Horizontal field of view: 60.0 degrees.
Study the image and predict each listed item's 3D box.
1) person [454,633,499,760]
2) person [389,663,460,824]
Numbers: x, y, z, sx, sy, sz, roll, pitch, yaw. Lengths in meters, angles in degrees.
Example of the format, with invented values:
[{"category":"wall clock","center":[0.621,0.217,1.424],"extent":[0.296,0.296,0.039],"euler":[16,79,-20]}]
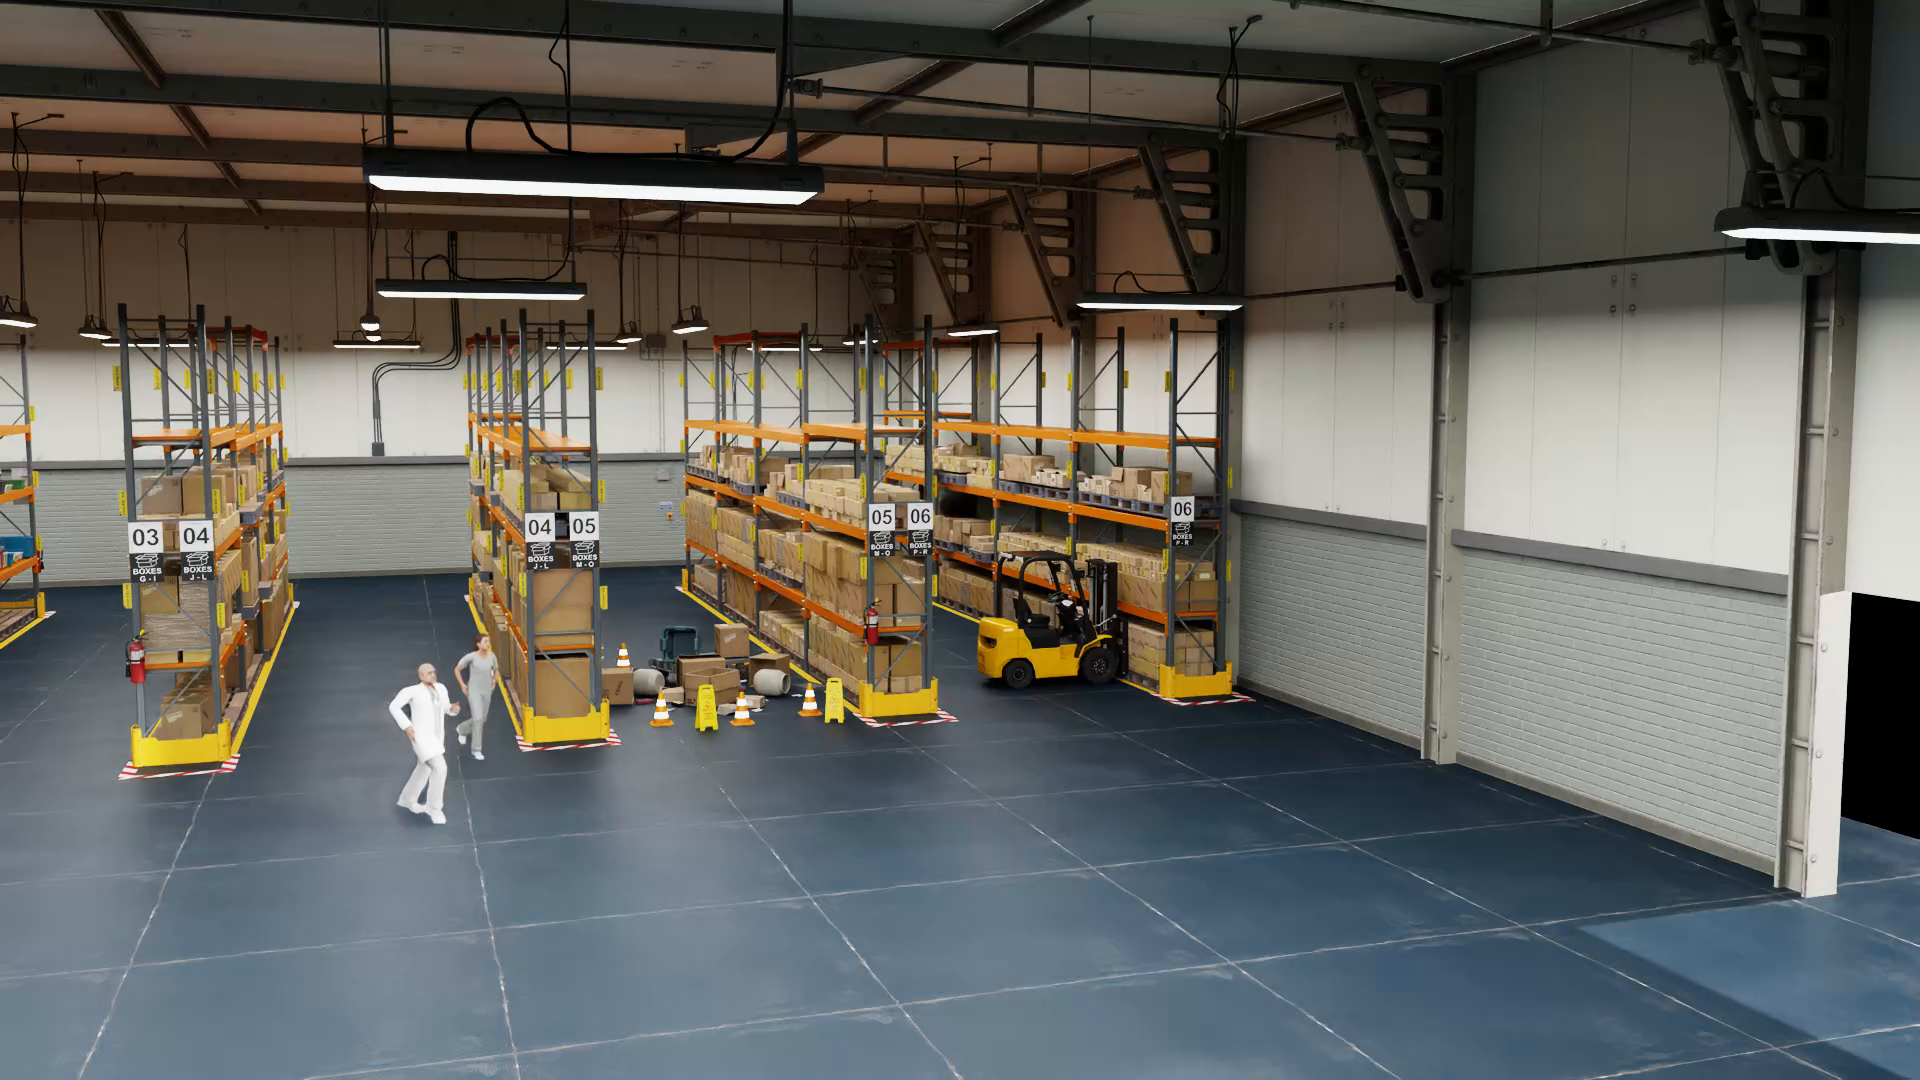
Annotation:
[{"category":"person","center":[-6.501,2.083,22.449],"extent":[0.611,1.667,0.797],"euler":[-5,8,-44]},{"category":"person","center":[-6.110,2.328,19.092],"extent":[0.847,1.857,0.665],"euler":[2,6,21]}]
